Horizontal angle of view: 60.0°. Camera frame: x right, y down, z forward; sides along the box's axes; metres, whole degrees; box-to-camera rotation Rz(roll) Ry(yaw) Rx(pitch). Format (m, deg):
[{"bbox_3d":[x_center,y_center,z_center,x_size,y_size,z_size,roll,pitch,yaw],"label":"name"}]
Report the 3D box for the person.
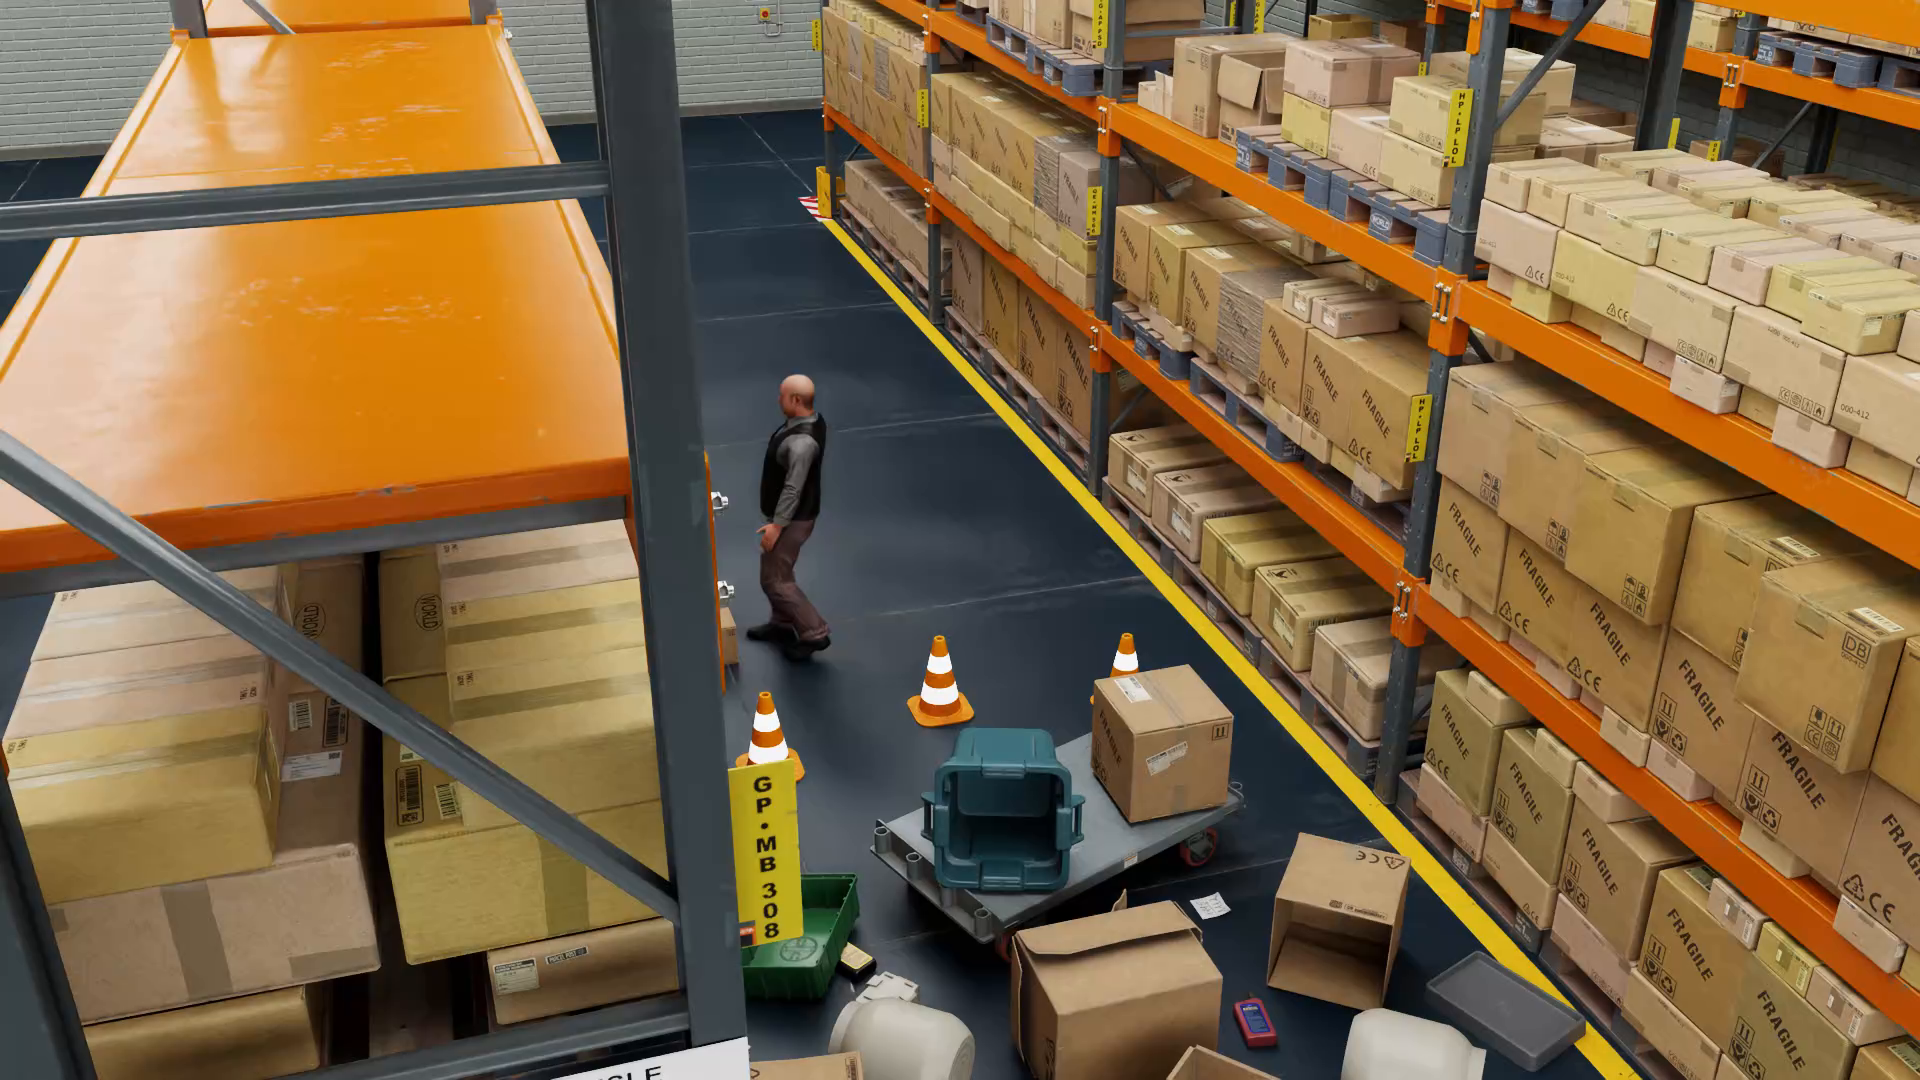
[{"bbox_3d":[-1.035,-0.155,9.723,0.528,1.709,0.604,-1,26,-2],"label":"person"}]
